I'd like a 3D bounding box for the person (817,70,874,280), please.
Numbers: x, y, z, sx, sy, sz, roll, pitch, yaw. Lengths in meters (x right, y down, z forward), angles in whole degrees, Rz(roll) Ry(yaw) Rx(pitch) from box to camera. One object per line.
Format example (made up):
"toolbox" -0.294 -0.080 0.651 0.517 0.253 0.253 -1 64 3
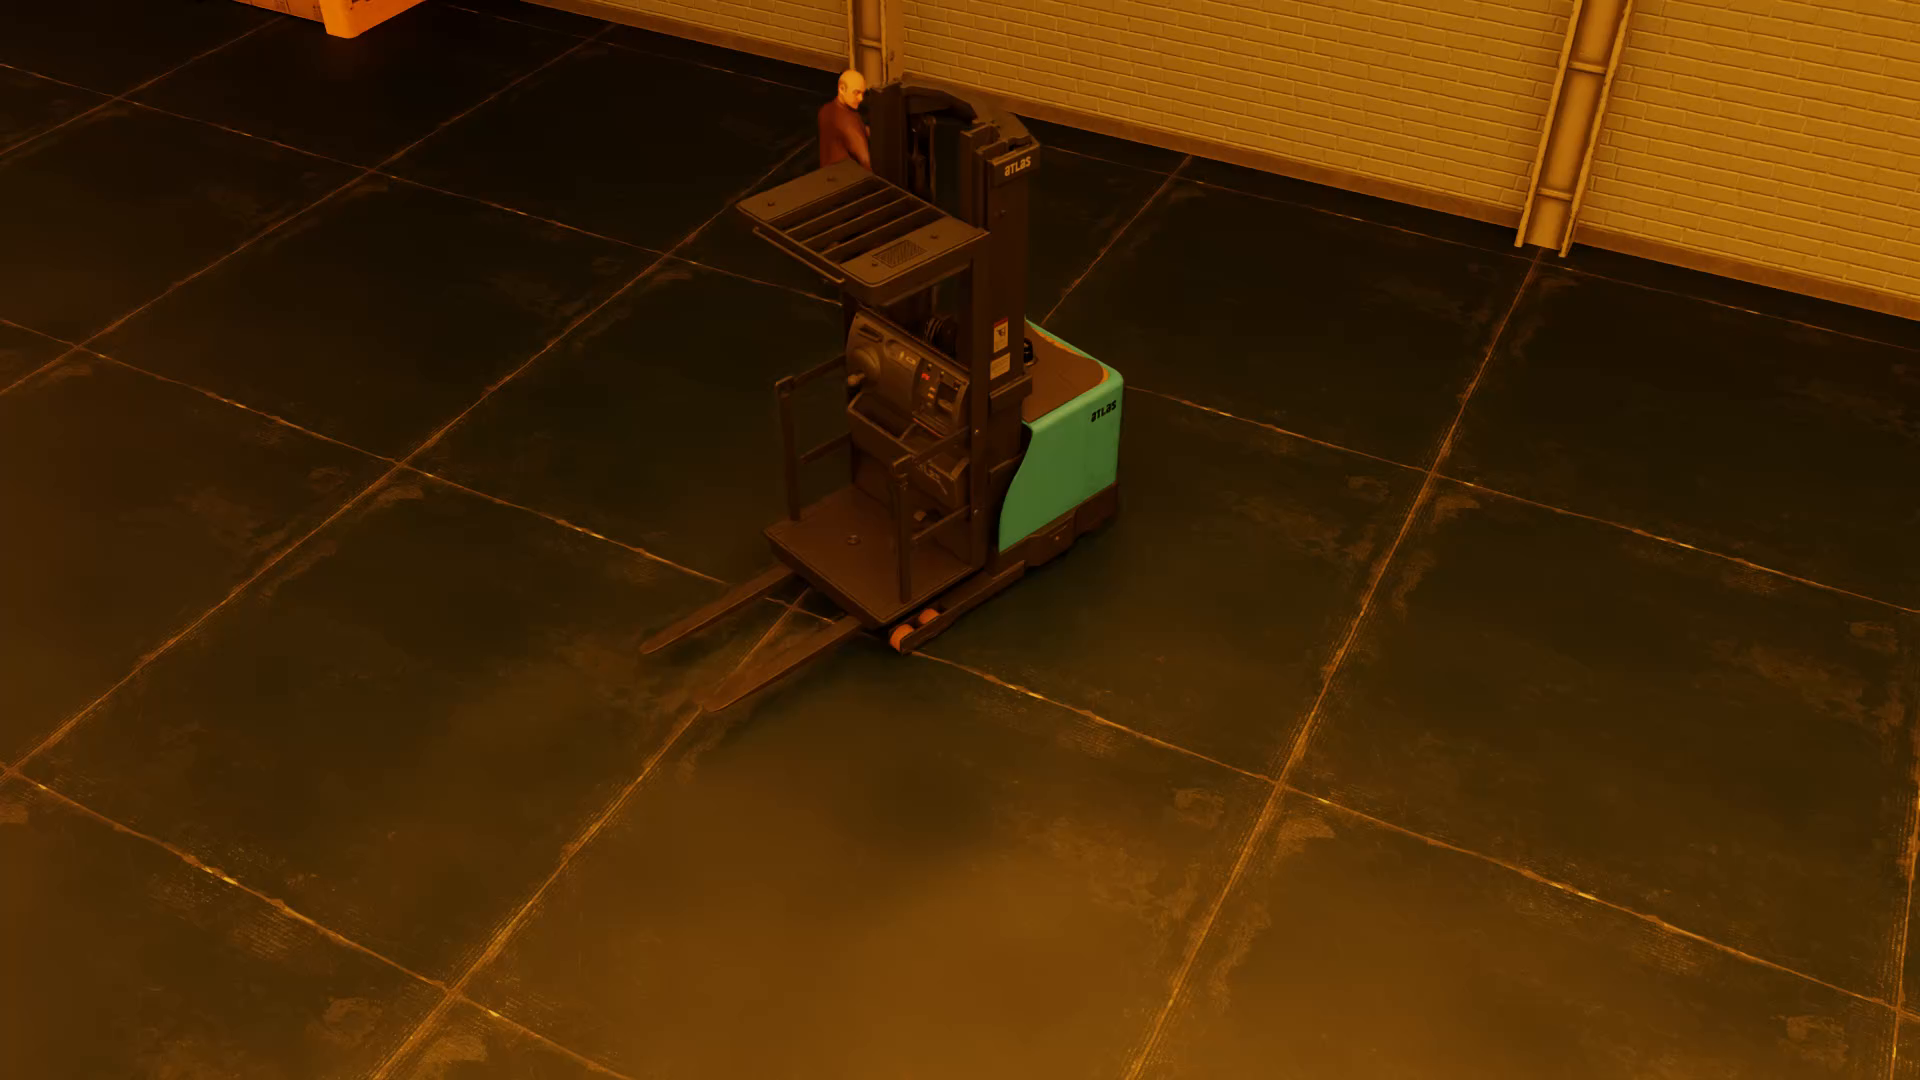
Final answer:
"person" -0.686 -2.616 12.095 0.894 1.652 0.918 -33 50 -33

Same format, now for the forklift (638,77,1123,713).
"forklift" -0.447 -0.853 9.000 3.031 2.935 1.130 -31 49 -31
